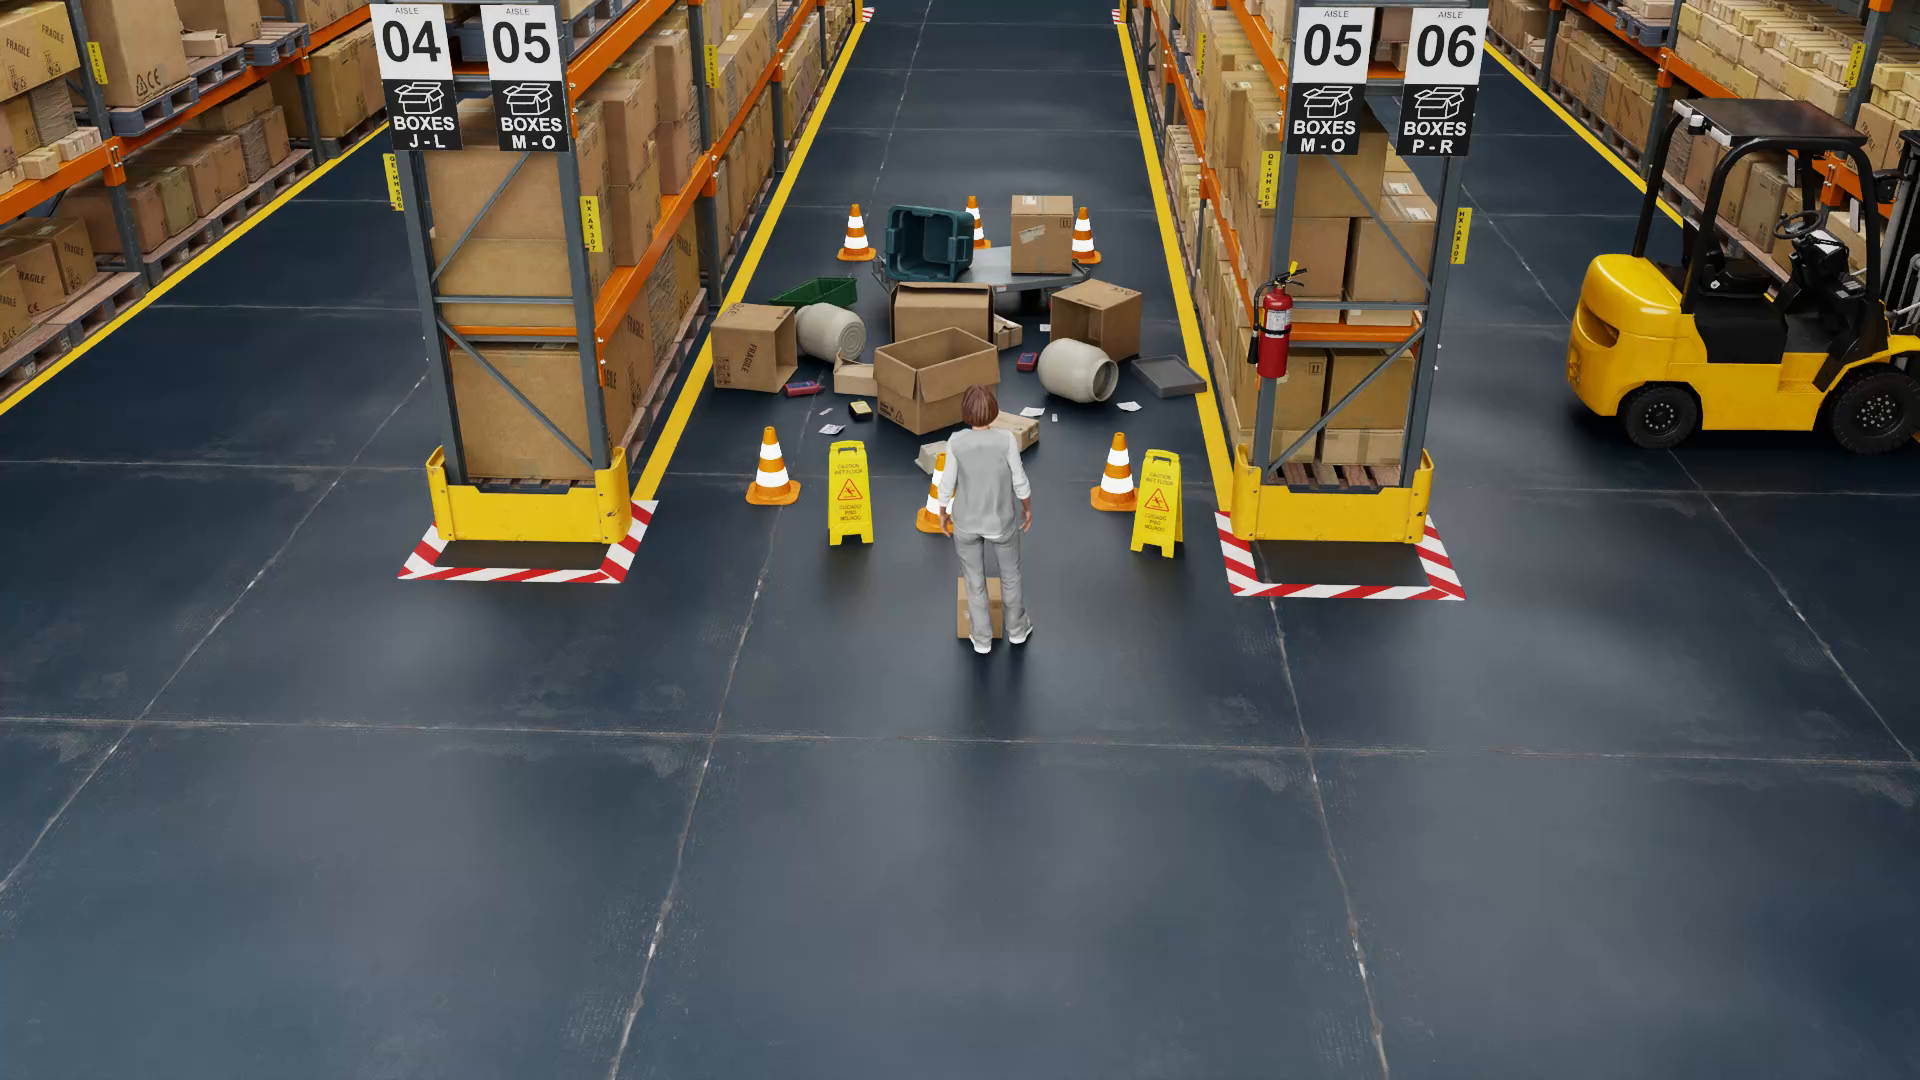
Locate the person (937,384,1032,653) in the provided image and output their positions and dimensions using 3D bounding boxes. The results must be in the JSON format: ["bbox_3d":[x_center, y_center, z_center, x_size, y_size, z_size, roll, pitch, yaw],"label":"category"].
[{"bbox_3d":[0.142,-0.124,8.858,0.519,1.584,0.474,1,28,2],"label":"person"}]
